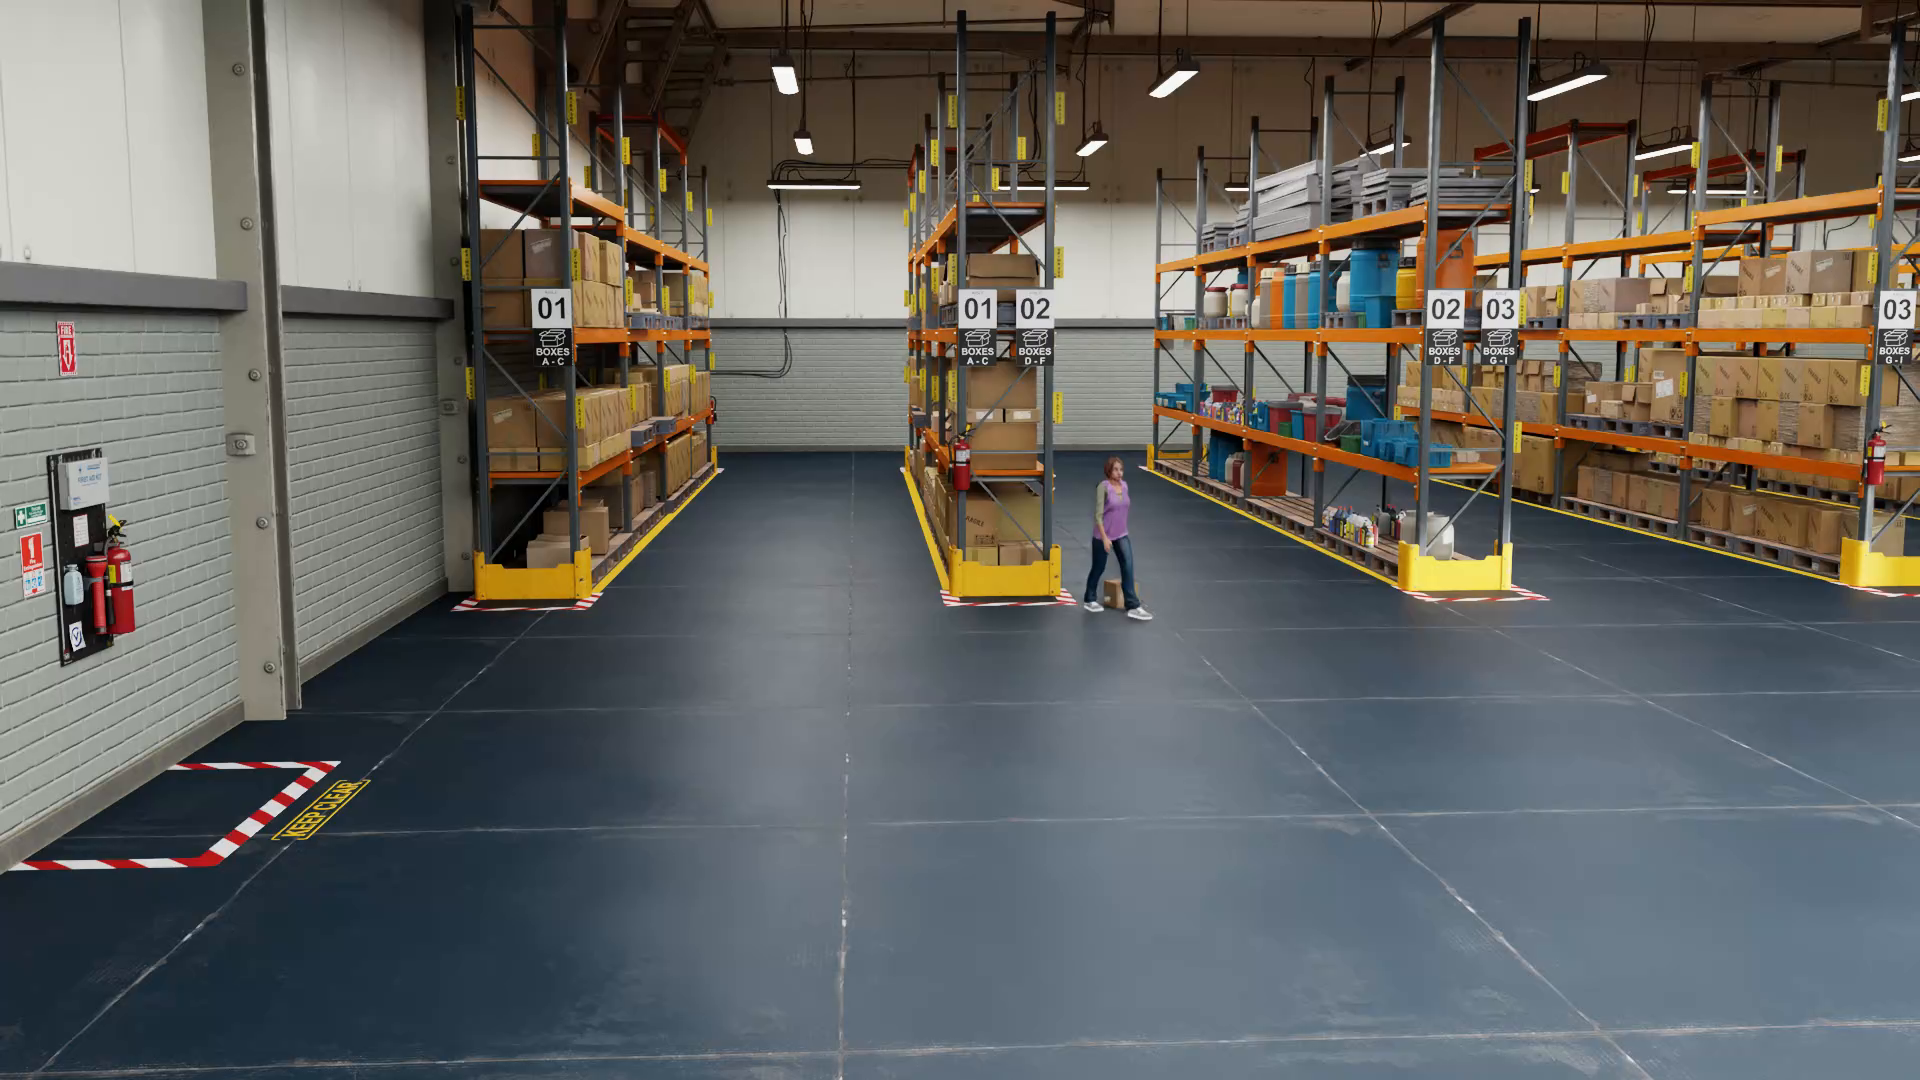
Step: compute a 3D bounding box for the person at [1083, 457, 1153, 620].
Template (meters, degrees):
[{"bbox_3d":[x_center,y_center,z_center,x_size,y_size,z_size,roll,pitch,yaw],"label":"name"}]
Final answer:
[{"bbox_3d":[1.461,-0.033,15.986,0.436,1.543,0.891,-4,8,-28],"label":"person"}]
